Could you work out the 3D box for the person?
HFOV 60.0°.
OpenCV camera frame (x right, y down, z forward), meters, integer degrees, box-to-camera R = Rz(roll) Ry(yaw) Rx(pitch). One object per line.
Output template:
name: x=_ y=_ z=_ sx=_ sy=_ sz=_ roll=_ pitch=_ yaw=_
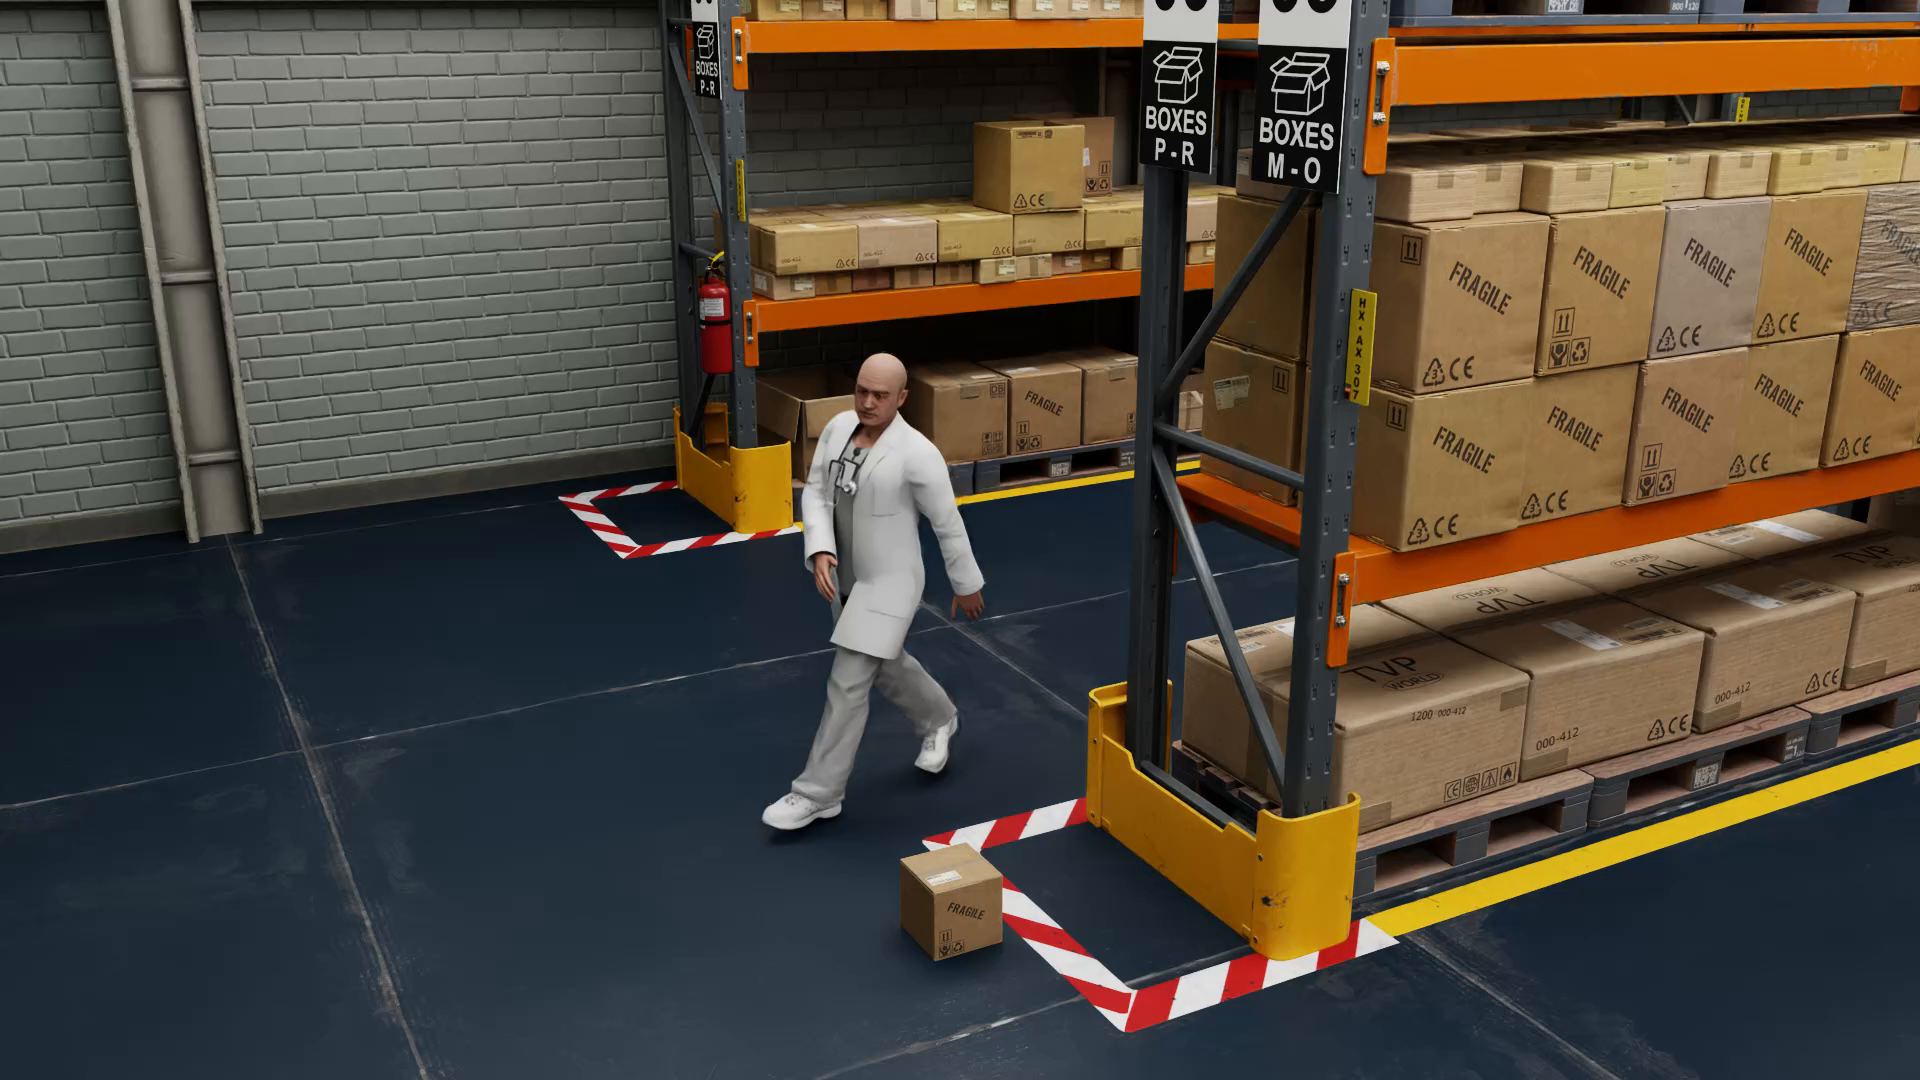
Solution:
person: x=-0.295 y=0.167 z=6.084 sx=1.058 sy=1.733 sz=0.567 roll=-16 pitch=24 yaw=-40
